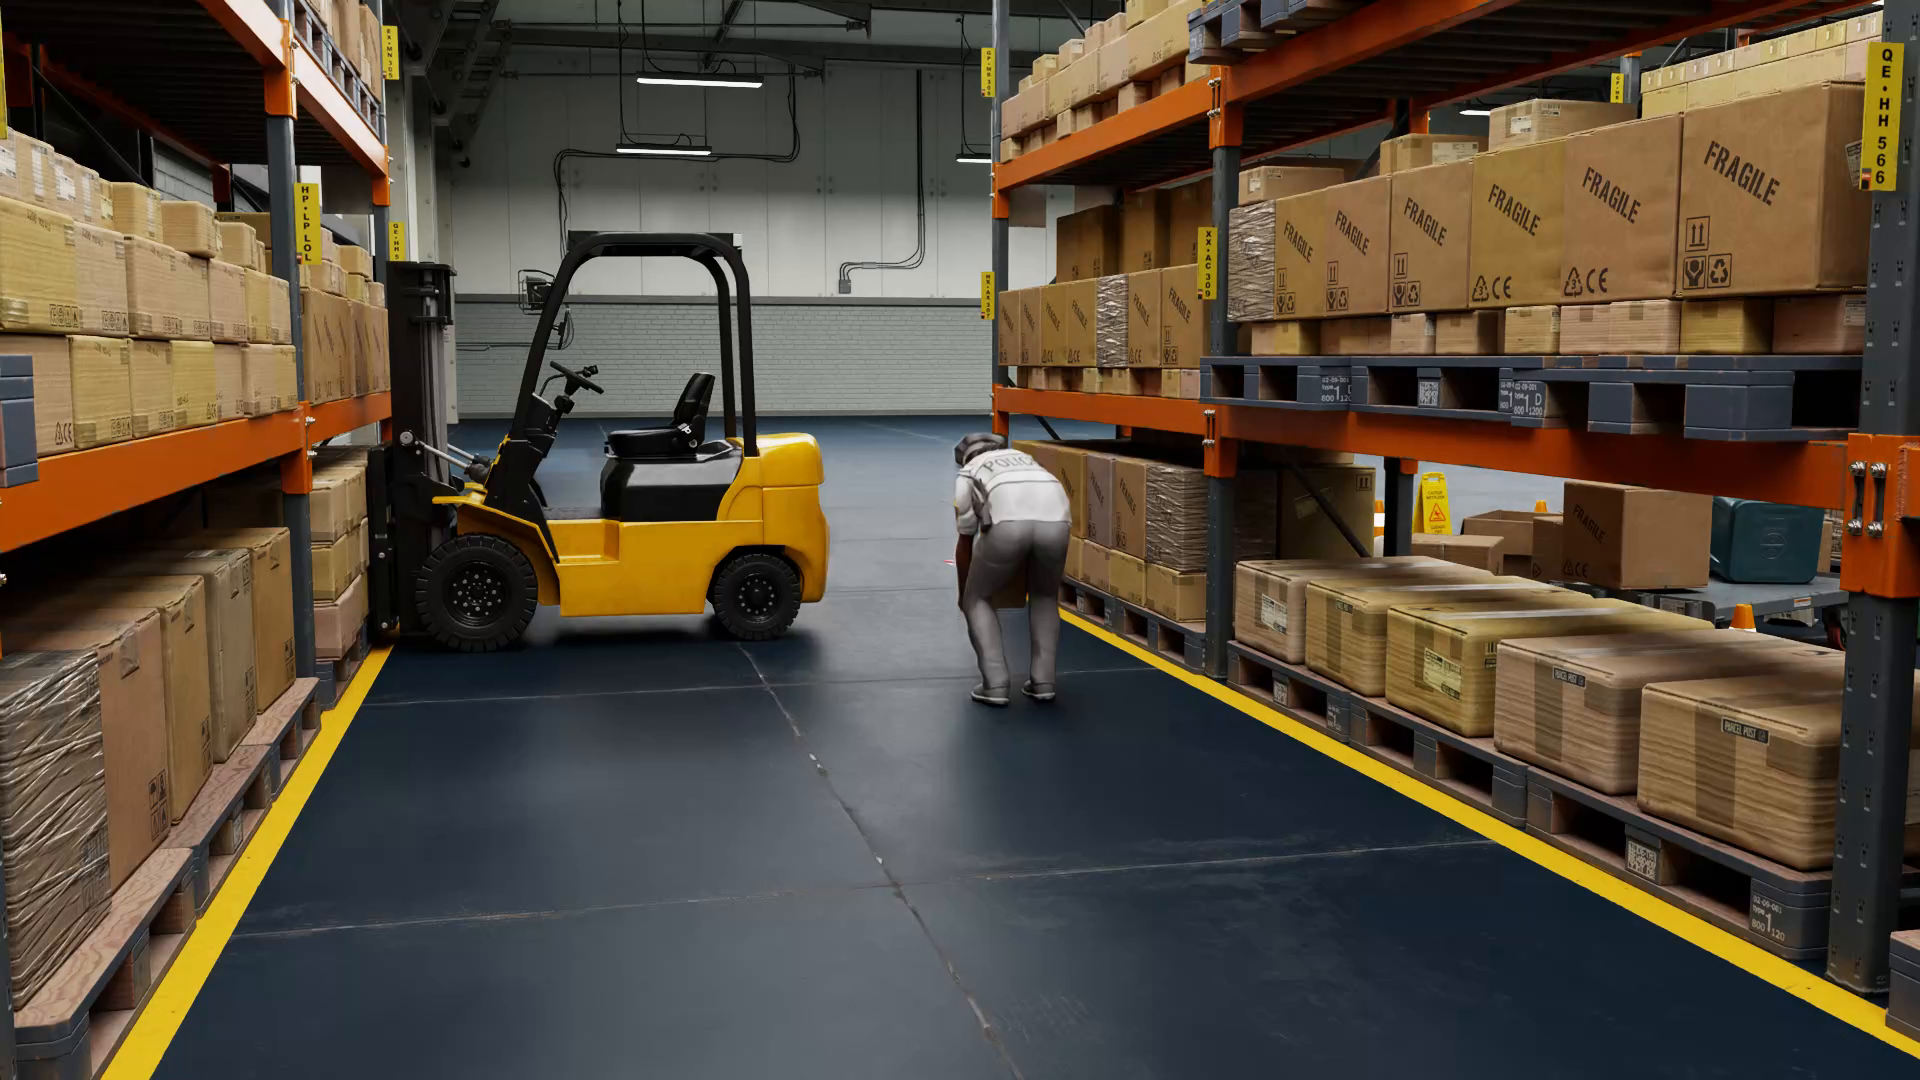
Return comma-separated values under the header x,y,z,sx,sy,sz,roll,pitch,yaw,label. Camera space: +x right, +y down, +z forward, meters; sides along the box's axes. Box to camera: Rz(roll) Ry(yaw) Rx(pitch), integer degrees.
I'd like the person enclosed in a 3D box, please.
x,y,z,sx,sy,sz,roll,pitch,yaw,label
0.241,0.138,7.332,0.440,1.001,0.638,-2,6,-16,person
